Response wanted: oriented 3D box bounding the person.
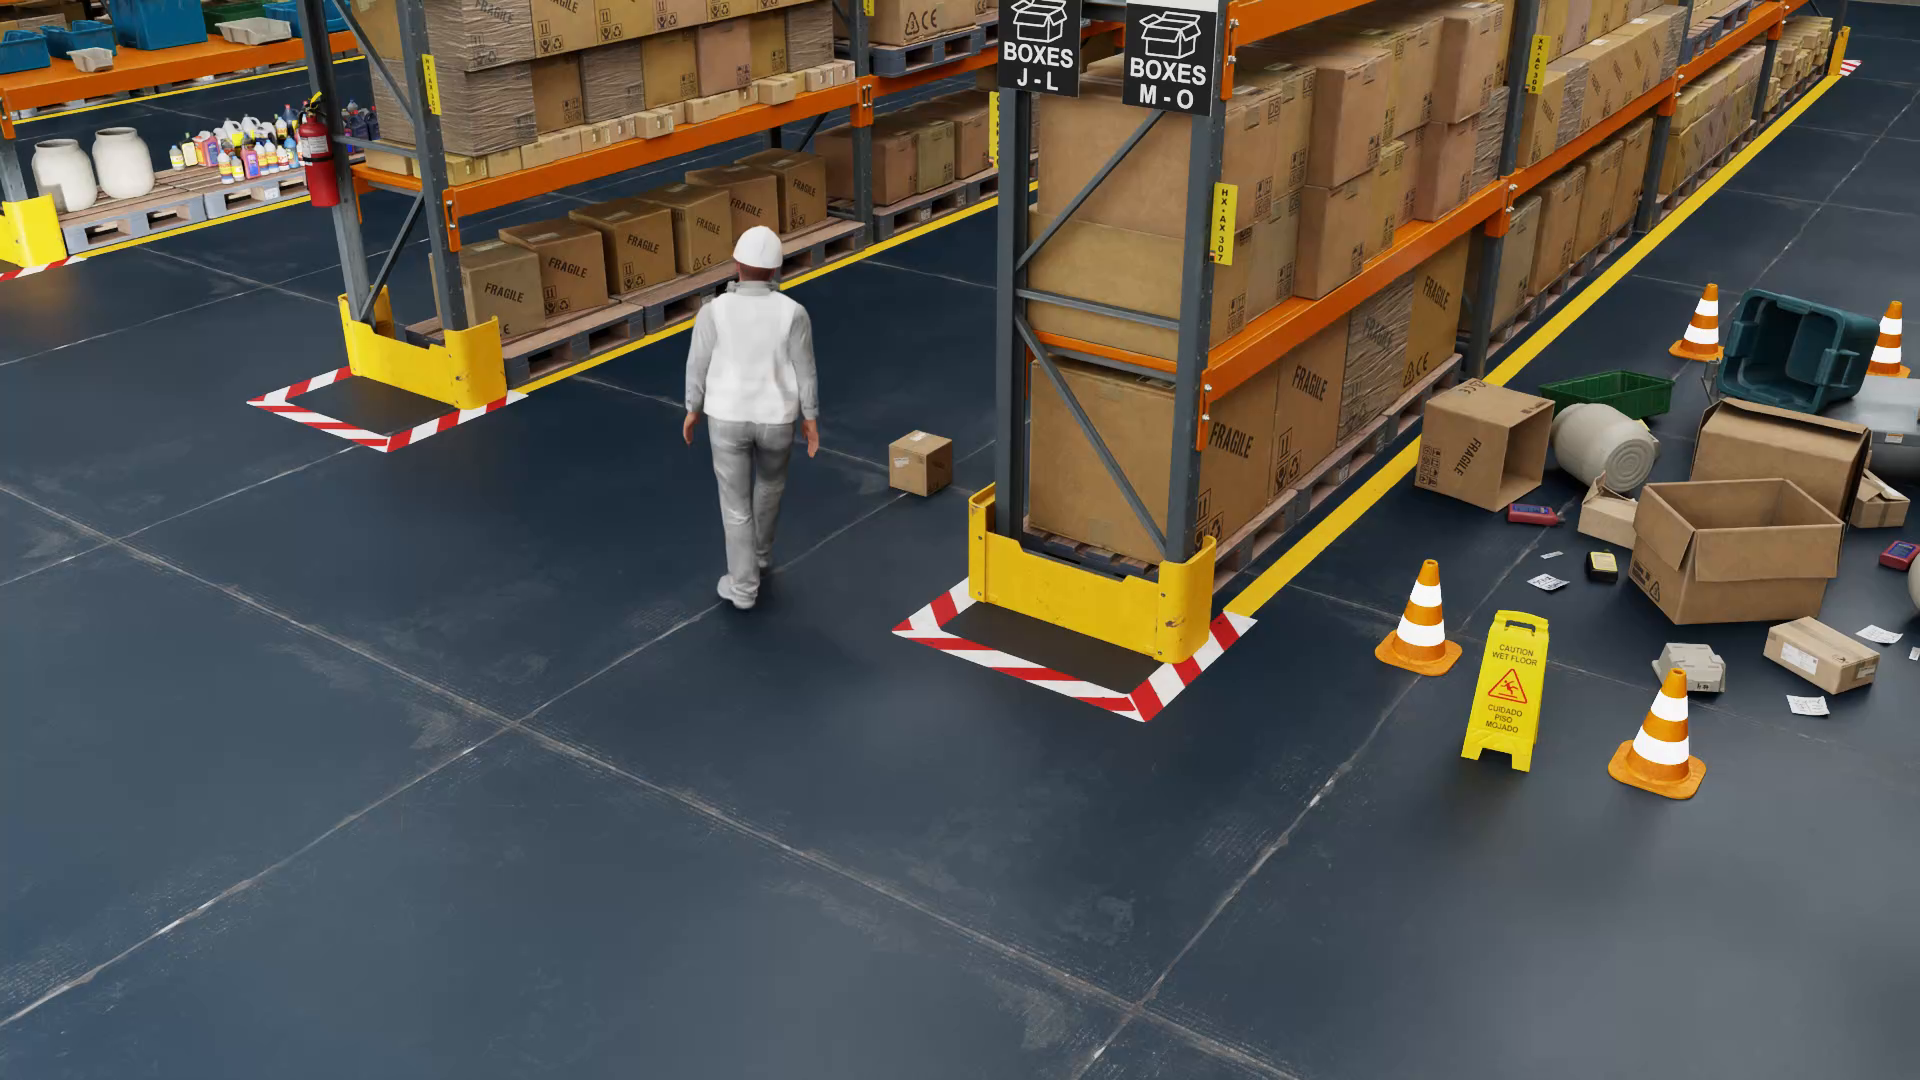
[{"bbox_3d":[-0.977,-0.551,7.743,0.614,1.821,0.677,-7,28,-14],"label":"person"}]
